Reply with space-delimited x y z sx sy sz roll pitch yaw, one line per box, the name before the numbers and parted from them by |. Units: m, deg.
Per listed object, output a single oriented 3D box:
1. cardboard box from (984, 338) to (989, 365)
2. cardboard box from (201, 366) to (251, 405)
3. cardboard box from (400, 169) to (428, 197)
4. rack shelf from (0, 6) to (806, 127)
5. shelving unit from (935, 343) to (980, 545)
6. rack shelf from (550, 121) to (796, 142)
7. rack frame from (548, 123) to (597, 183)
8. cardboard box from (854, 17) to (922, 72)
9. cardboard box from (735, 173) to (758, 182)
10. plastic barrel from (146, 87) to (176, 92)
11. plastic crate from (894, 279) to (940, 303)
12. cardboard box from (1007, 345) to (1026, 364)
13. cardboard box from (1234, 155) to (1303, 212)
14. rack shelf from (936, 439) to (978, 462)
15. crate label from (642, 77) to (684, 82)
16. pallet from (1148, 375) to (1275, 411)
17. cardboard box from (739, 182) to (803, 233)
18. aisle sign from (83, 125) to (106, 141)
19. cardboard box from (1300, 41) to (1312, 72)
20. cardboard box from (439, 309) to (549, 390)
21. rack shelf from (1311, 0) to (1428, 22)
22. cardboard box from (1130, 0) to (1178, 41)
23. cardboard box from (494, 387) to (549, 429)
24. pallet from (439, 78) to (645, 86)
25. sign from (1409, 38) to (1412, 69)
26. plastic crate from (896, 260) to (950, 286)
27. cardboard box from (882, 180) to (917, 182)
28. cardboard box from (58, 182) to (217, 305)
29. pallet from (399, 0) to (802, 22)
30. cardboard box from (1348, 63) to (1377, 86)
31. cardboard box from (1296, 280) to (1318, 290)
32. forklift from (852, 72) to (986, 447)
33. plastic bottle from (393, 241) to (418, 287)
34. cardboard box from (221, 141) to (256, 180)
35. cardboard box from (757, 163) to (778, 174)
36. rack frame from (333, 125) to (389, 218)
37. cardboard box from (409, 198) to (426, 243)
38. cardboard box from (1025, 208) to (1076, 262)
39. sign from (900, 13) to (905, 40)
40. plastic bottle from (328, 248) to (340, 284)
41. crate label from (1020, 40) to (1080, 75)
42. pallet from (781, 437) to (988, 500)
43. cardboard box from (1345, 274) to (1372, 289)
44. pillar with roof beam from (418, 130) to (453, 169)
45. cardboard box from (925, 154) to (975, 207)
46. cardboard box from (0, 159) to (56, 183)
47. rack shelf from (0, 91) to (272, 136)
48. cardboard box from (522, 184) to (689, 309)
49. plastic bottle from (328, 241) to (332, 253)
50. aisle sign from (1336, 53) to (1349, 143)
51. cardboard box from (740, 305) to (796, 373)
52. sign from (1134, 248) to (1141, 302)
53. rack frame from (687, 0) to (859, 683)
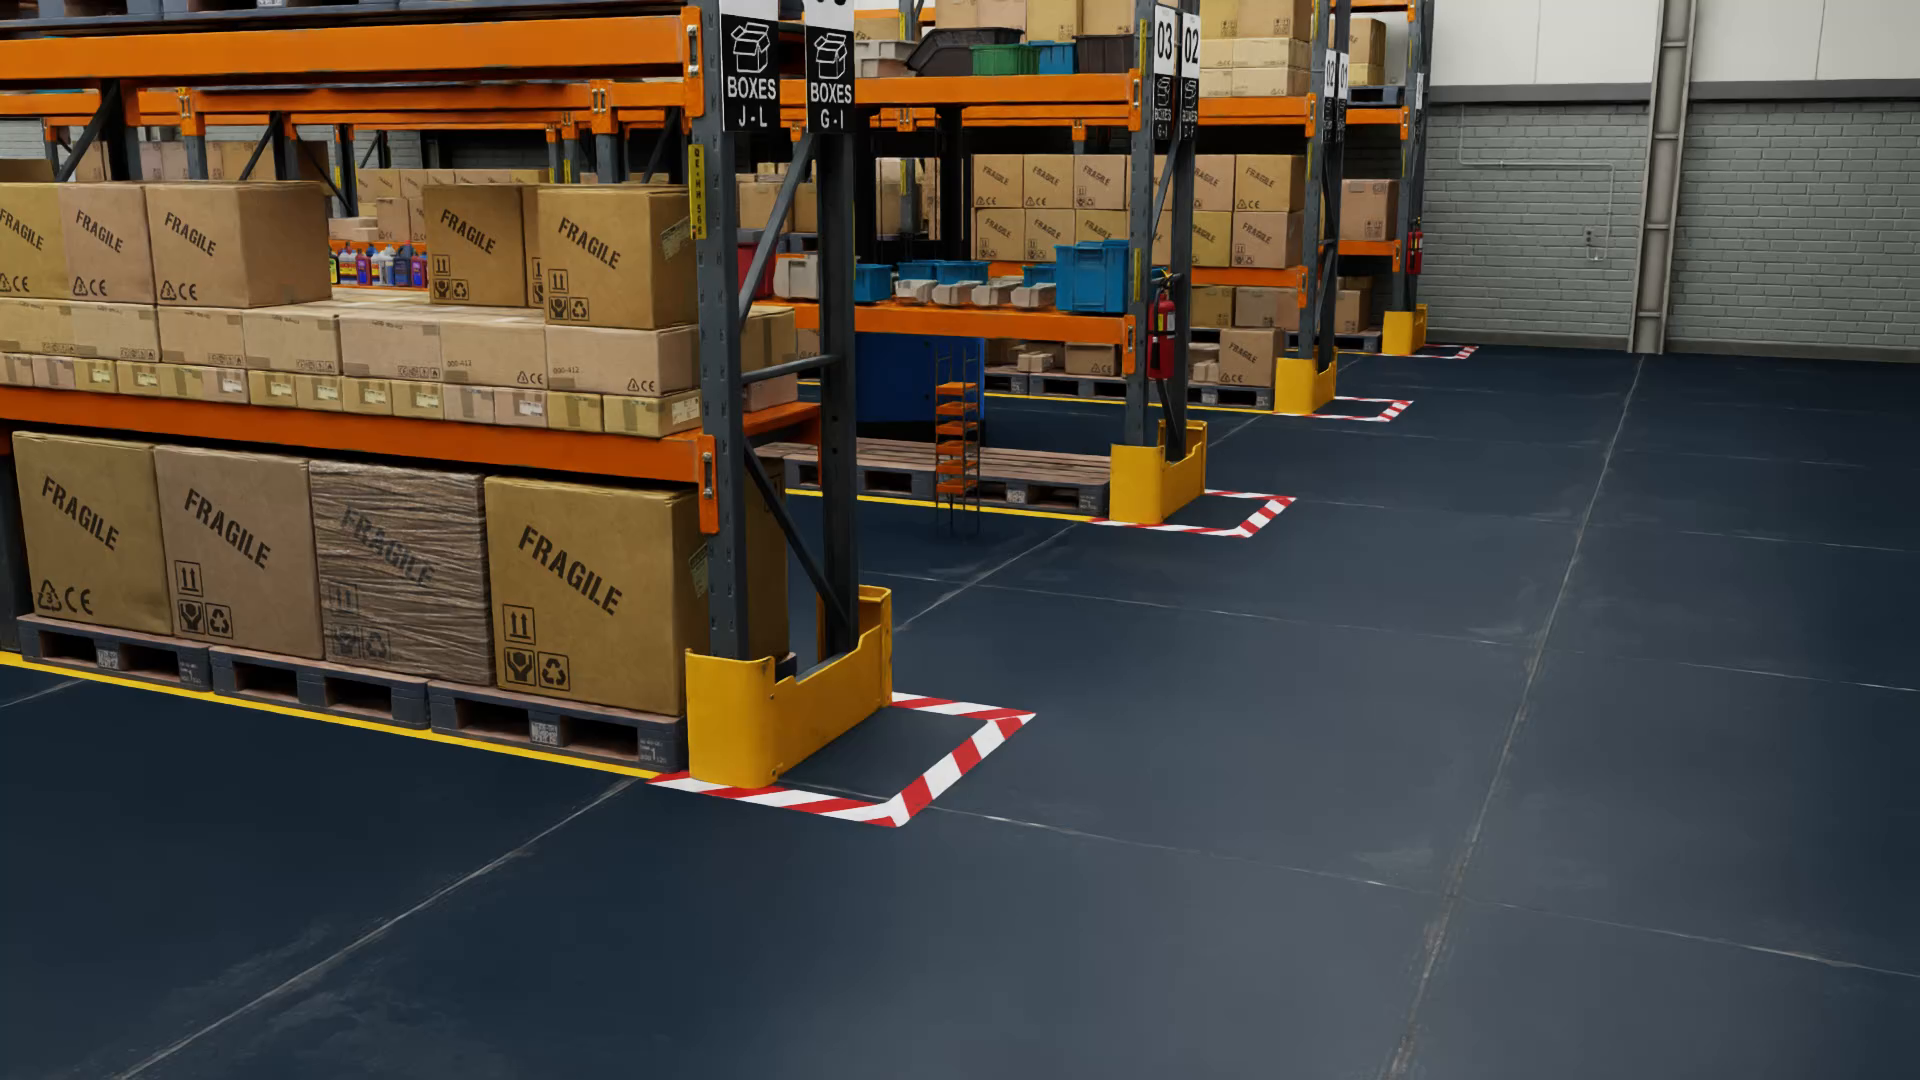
cardboard box | -0.035 -1.917 16.783 0.500 0.311 0.500 6 14 23
cardboard box | -3.026 -0.688 7.173 0.250 0.149 0.380 6 14 24
cardboard box | -8.067 -5.339 25.087 0.500 0.500 0.500 5 14 21
rack shelf | -2.518 -1.953 7.018 4.000 0.370 1.077 6 14 23
shelving unit | -0.013 -0.585 10.123 0.189 1.200 0.258 6 14 23
rack shelf | -3.814 -5.797 23.400 4.000 0.370 1.077 6 14 23
rack frame | -5.643 -4.871 24.449 0.127 3.000 1.000 6 14 23
cardboard box | -0.762 -4.920 16.735 0.600 0.600 0.600 4 14 18
cardboard box | -2.941 -4.852 23.183 0.500 0.500 0.700 4 14 18
plastic barrel | -6.661 -4.258 14.171 0.600 0.901 0.600 0 13 0
plastic crate | -0.305 -1.704 11.398 0.250 0.136 0.298 6 14 23
cardboard box | 0.672 -1.907 17.093 0.250 0.149 0.380 6 14 23
cardboard box | 2.808 -3.245 15.112 0.500 0.500 0.500 6 14 23
rack shelf | -0.013 -0.542 10.134 0.180 0.103 0.258 6 14 23
crate label | -2.011 -3.288 11.713 0.466 0.136 0.293 6 14 23
pallet | 2.527 -1.449 15.969 1.213 0.211 1.003 6 14 23
cardboard box | -1.972 -3.500 17.466 0.500 0.500 0.700 2 13 9
aisle sign | -11.244 -5.540 21.606 0.004 0.787 0.394 6 14 23
cardboard box | 2.962 -4.459 15.358 0.500 0.250 0.500 6 14 23
cardboard box | -1.704 -0.766 6.629 0.500 0.250 0.500 6 14 22
rack shelf | 3.500 -6.322 19.949 4.000 0.370 1.077 6 14 23
cardboard box | 1.926 -4.854 15.401 0.500 0.500 0.700 6 14 23
cardboard box | -1.617 -0.546 6.568 0.250 0.149 0.380 6 14 23
pallet | -3.097 -3.482 12.377 1.003 0.211 1.213 6 14 23
sign | 5.097 -5.502 18.805 0.005 0.325 0.100 6 14 23
plastic crate | -0.254 -1.881 11.939 0.300 0.233 0.416 6 14 23
cardboard box | -0.717 -4.510 21.993 0.500 0.500 0.500 6 14 23
cardboard box | -3.566 -1.319 7.347 0.500 0.500 0.500 6 14 23
pallet | -1.372 -2.141 6.441 1.213 0.211 1.003 6 14 23
cardboard box | 4.552 -5.414 19.385 0.500 0.250 0.500 6 15 25
cardboard box | 4.223 -3.106 20.056 0.250 0.149 0.380 6 15 25
forklift | -0.482 -2.378 13.974 1.130 2.935 3.031 -2 13 -6
plastic bottle | -4.321 -2.157 12.987 0.185 0.351 0.144 6 14 23
cardboard box | -8.516 -4.603 20.246 0.500 0.500 0.700 6 14 23
cardboard box | -2.613 -5.132 22.959 0.250 0.149 0.380 3 14 14
rack frame | -9.300 -5.242 26.027 0.127 3.000 1.000 6 14 23
cardboard box | -6.010 -3.716 19.304 0.500 0.500 0.500 6 14 23
cardboard box | 0.950 -2.947 16.030 0.500 0.500 0.500 6 14 23
sign | -0.553 -4.884 15.942 0.005 0.325 0.100 6 14 23
plastic bottle | -4.995 -2.182 13.242 0.133 0.283 0.061 6 14 23
crate label | 0.604 -3.233 11.225 0.502 0.251 0.408 6 14 23
pallet | -0.533 -0.532 12.060 1.213 0.211 1.003 6 14 23
cardboard box | 4.844 -3.138 20.197 0.250 0.149 0.380 6 14 24
pillar with roof beam | -10.053 -7.379 22.003 0.400 9.000 9.100 6 14 23
cardboard box | -0.014 -3.529 16.322 0.500 0.500 0.500 6 15 25
cardboard box | -4.934 -1.622 8.186 0.637 0.503 0.797 5 14 22
rack shelf | -7.827 -3.727 14.582 4.000 0.370 1.077 6 14 23
cardboard box | -1.477 -1.241 7.014 0.500 0.500 0.500 5 14 22
plastic bottle | -5.455 -2.427 14.287 0.133 0.283 0.061 6 14 23
aisle sign | 3.507 -4.047 15.244 0.004 0.787 0.394 6 14 23
cardboard box | -1.019 -0.830 6.903 0.500 0.250 0.500 5 14 22
sign | 1.108 -1.655 10.384 0.005 0.325 0.100 6 14 23
rack frame | -0.690 -0.657 6.490 0.127 3.000 1.000 6 14 23
